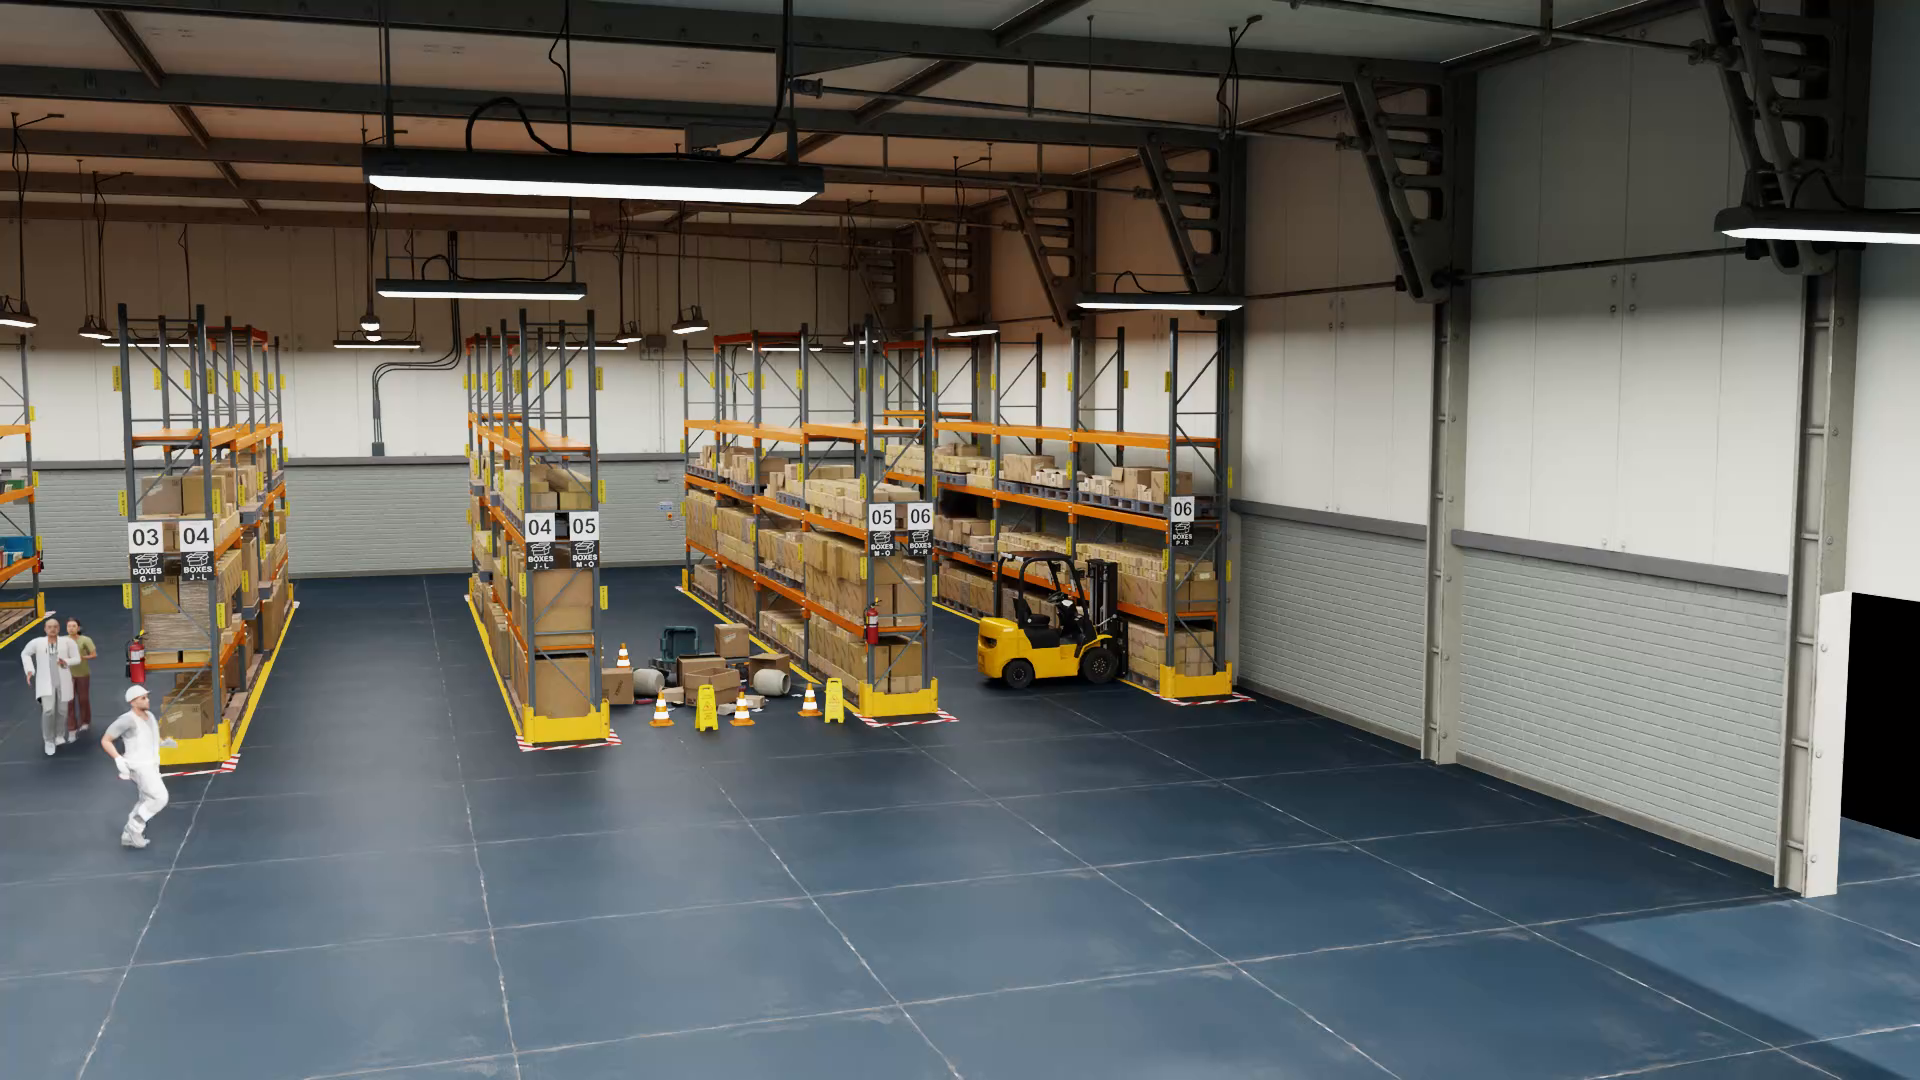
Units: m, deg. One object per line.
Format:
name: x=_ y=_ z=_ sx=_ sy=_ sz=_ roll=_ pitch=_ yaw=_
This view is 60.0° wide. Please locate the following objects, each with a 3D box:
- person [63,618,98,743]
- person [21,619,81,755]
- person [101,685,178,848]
person: x=-12.449 y=1.941 z=23.424 sx=0.573 sy=1.711 sz=0.745 roll=-2 pitch=6 yaw=-19
person: x=-12.308 y=1.985 z=22.588 sx=0.670 sy=1.834 sz=0.809 roll=-4 pitch=7 yaw=-37
person: x=-8.702 y=2.423 z=17.791 sx=0.645 sy=1.741 sz=0.639 roll=0 pitch=5 yaw=3
